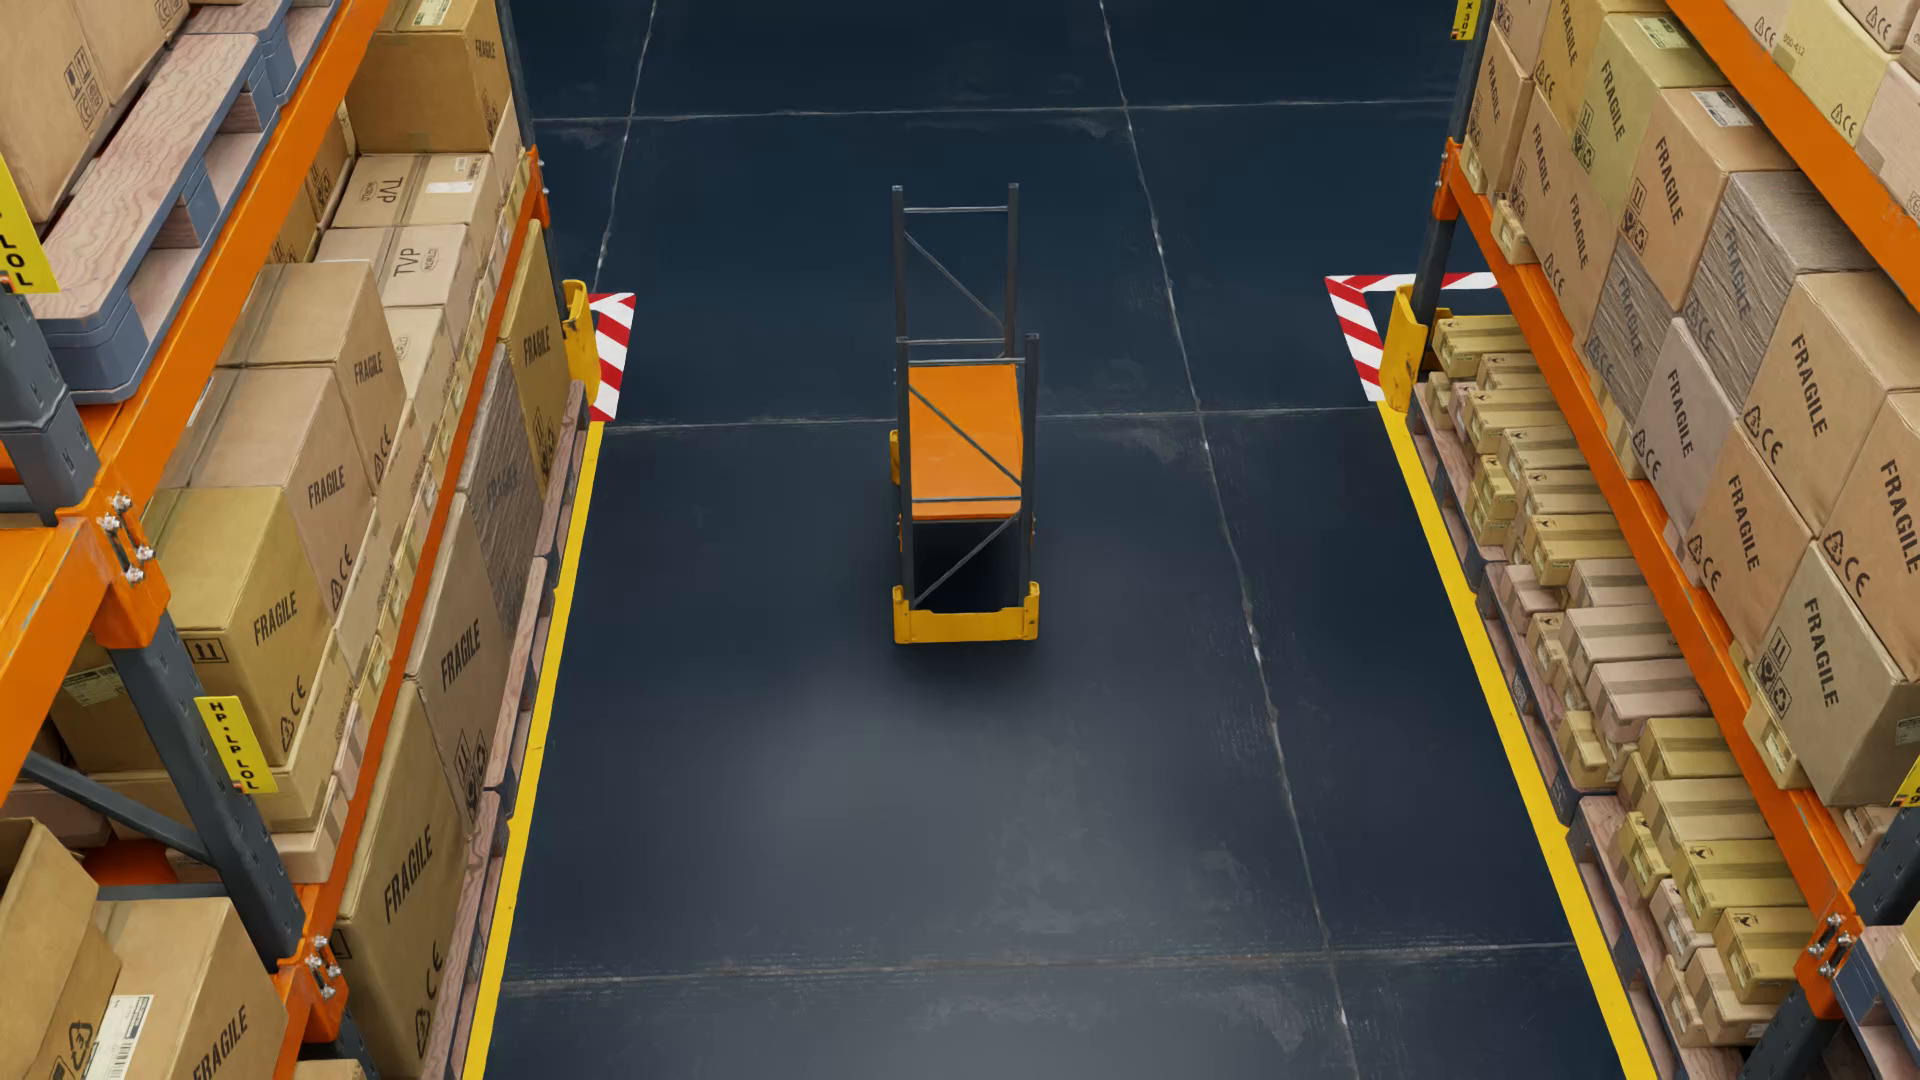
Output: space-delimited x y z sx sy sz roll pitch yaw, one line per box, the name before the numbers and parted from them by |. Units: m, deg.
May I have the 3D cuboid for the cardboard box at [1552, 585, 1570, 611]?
cardboard box | 2.507 0.139 6.457 0.380 0.149 0.250 0 43 0

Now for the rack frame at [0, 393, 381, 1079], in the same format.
rack frame | -2.164 0.882 4.067 1.000 3.000 0.127 -2 43 -2

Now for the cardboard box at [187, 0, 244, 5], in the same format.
cardboard box | -2.156 -1.699 4.205 0.700 0.500 0.500 0 43 0

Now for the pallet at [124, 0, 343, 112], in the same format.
pallet | -2.237 -1.565 4.583 1.003 0.211 1.213 -2 43 -2

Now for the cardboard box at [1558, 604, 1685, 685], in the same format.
cardboard box | 2.391 0.374 5.981 0.380 0.149 0.250 -3 43 -3

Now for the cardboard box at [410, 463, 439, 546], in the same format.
cardboard box | -1.900 -0.109 5.335 0.380 0.149 0.250 -1 43 -1

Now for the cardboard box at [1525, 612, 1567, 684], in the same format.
cardboard box | 2.407 0.411 6.381 0.380 0.149 0.250 -2 43 -2

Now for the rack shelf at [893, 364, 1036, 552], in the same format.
rack shelf | 0.004 -0.363 6.802 0.538 0.185 1.000 -2 43 -2

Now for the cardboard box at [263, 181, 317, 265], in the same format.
cardboard box | -2.534 -1.130 5.599 0.500 0.500 0.500 -3 43 -3

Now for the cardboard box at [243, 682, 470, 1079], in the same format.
cardboard box | -2.112 1.063 5.132 0.875 0.875 0.875 -2 43 -2

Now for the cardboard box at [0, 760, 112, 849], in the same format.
cardboard box | -2.445 0.537 4.335 0.500 0.250 0.500 -2 43 -3

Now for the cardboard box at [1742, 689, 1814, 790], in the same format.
cardboard box | 2.430 0.544 4.623 0.380 0.149 0.250 -3 43 -3

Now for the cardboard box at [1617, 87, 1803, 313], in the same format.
cardboard box | 2.432 -1.060 5.153 0.500 0.500 0.500 -3 43 -3

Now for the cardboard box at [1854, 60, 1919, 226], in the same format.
cardboard box | 2.495 -0.903 3.906 0.500 0.250 0.500 -2 43 -2

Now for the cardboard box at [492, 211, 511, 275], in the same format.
cardboard box | -1.968 -1.149 6.469 0.380 0.149 0.250 -2 43 -2

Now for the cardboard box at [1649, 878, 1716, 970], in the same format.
cardboard box | 2.440 1.209 5.290 0.380 0.149 0.250 -4 43 -4

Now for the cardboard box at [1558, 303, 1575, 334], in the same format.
cardboard box | 2.457 -0.863 6.157 0.380 0.149 0.250 -2 43 -2

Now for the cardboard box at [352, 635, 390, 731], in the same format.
cardboard box | -1.868 0.411 4.768 0.380 0.149 0.250 0 43 0

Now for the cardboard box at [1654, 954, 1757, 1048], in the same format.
cardboard box | 2.438 1.449 5.248 0.380 0.149 0.250 -1 43 -1

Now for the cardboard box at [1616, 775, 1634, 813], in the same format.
cardboard box | 2.545 0.914 5.832 0.380 0.149 0.250 -3 43 -3

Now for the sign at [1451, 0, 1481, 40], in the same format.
sign | 2.083 -2.196 6.785 0.100 0.325 0.005 -2 43 -2

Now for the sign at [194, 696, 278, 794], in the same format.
sign | -1.623 0.463 3.727 0.100 0.325 0.005 -2 43 -2

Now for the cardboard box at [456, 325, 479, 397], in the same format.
cardboard box | -1.934 -0.630 5.903 0.380 0.149 0.250 -1 43 -2

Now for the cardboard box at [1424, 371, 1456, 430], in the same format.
cardboard box | 2.328 -0.633 7.520 0.380 0.149 0.250 -1 43 -1

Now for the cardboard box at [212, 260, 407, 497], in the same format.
cardboard box | -1.969 -0.463 4.871 0.500 0.500 0.500 -3 43 -3

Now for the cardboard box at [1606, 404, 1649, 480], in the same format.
cardboard box | 2.411 -0.339 5.585 0.380 0.149 0.250 -1 43 -1

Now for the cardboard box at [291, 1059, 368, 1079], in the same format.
cardboard box | -2.117 1.942 4.173 1.225 0.875 0.875 -2 43 -2

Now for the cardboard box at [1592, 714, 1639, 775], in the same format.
cardboard box | 2.468 0.685 5.862 0.380 0.149 0.250 -1 43 -1

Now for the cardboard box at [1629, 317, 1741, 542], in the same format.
cardboard box | 2.452 -0.343 5.110 0.500 0.500 0.500 -2 43 -2

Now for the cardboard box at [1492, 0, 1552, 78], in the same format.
cardboard box | 2.379 -2.097 6.283 0.500 0.500 0.500 -2 43 -2

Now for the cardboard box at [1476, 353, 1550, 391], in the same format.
cardboard box | 2.440 -0.669 7.119 0.380 0.149 0.250 -1 43 -1

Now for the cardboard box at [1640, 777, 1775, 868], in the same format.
cardboard box | 2.452 0.913 5.393 0.380 0.149 0.250 -2 43 -2

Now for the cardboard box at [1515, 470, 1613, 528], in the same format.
cardboard box | 2.419 -0.143 6.545 0.380 0.149 0.250 0 43 0

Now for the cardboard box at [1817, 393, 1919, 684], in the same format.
cardboard box | 2.505 -0.016 4.014 0.500 0.500 0.500 -3 43 -3

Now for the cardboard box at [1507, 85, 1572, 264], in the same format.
cardboard box | 2.417 -1.367 6.227 0.500 0.500 0.500 -2 43 -2

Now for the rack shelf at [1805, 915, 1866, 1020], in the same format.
rack shelf | 2.880 2.424 2.918 1.077 0.370 4.000 -2 43 -2

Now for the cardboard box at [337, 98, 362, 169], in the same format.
cardboard box | -2.584 -1.541 6.602 0.500 0.250 0.500 -3 43 -3

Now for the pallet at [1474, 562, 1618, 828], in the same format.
pallet | 2.677 0.558 6.485 1.003 0.211 1.213 -2 43 -2

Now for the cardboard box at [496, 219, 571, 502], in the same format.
cardboard box | -2.227 -0.760 7.121 0.875 0.875 0.875 -2 43 -2

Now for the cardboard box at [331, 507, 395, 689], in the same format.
cardboard box | -1.939 0.167 4.738 0.500 0.250 0.500 -2 43 -2

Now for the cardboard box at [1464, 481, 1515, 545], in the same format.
cardboard box | 2.340 -0.116 6.955 0.380 0.149 0.250 -1 43 -1

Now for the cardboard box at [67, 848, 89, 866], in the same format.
cardboard box | -2.505 0.779 4.367 0.380 0.149 0.250 -1 43 -2

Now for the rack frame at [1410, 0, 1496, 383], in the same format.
rack frame | 2.625 -1.892 7.094 1.000 3.000 0.127 -2 43 -2

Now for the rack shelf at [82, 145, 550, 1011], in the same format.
rack shelf | -2.249 -0.203 5.784 1.077 0.370 4.000 -2 43 -2

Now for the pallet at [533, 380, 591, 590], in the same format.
pallet | -2.222 -0.252 7.369 1.003 0.211 1.213 -2 43 -2

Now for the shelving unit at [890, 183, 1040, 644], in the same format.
shelving unit | 0.003 -0.501 6.687 0.587 1.500 1.083 -2 43 -2

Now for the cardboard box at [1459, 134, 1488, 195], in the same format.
cardboard box | 2.312 -1.571 6.930 0.380 0.149 0.250 -2 43 -2

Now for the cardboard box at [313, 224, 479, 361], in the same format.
cardboard box | -2.006 -0.867 5.867 0.500 0.250 0.500 -3 43 -3
